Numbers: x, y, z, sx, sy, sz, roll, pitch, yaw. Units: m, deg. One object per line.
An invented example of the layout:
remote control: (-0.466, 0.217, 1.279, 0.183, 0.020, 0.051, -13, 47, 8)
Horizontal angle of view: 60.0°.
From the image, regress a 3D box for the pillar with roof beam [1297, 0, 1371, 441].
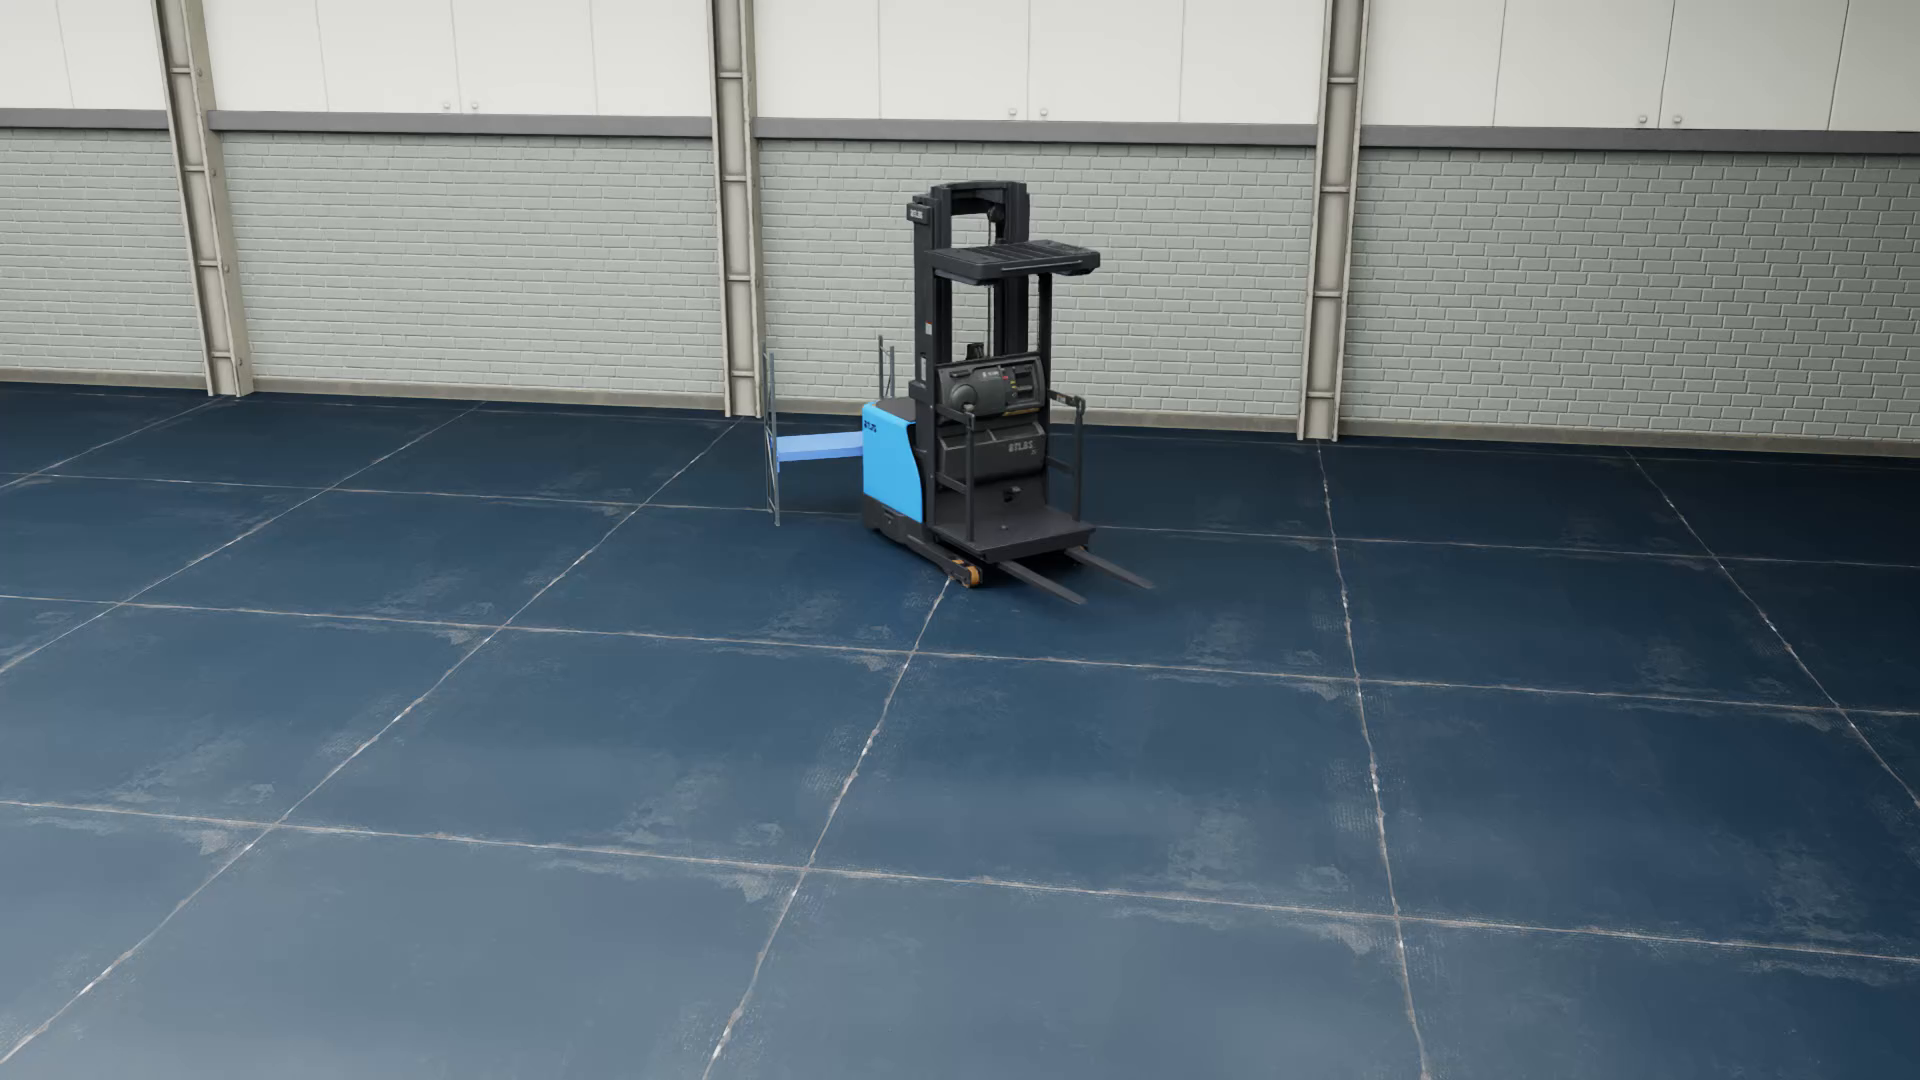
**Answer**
pillar with roof beam: (2.955, -3.972, 11.492, 0.400, 9.000, 9.100, 3, 19, 9)

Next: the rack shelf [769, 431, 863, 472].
rack shelf: (-1.120, -0.775, 14.322, 1.000, 0.185, 0.538, -5, 19, -14)

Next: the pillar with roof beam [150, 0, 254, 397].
pillar with roof beam: (-8.893, -4.576, 13.297, 0.400, 9.000, 9.100, 3, 19, 9)

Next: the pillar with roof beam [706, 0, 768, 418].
pillar with roof beam: (-2.969, -4.274, 12.394, 0.400, 9.000, 9.100, 3, 19, 9)

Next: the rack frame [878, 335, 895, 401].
rack frame: (-0.629, -0.987, 14.388, 0.032, 1.500, 0.500, -5, 19, -14)

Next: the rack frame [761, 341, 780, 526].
rack frame: (-1.612, -0.904, 14.141, 0.032, 1.500, 0.500, -5, 19, -14)

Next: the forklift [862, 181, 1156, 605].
forklift: (0.360, -1.190, 12.742, 1.130, 2.935, 3.031, -11, 21, -29)

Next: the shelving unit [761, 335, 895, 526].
shelving unit: (-1.120, -0.945, 14.265, 1.048, 1.500, 0.538, -5, 19, -14)
